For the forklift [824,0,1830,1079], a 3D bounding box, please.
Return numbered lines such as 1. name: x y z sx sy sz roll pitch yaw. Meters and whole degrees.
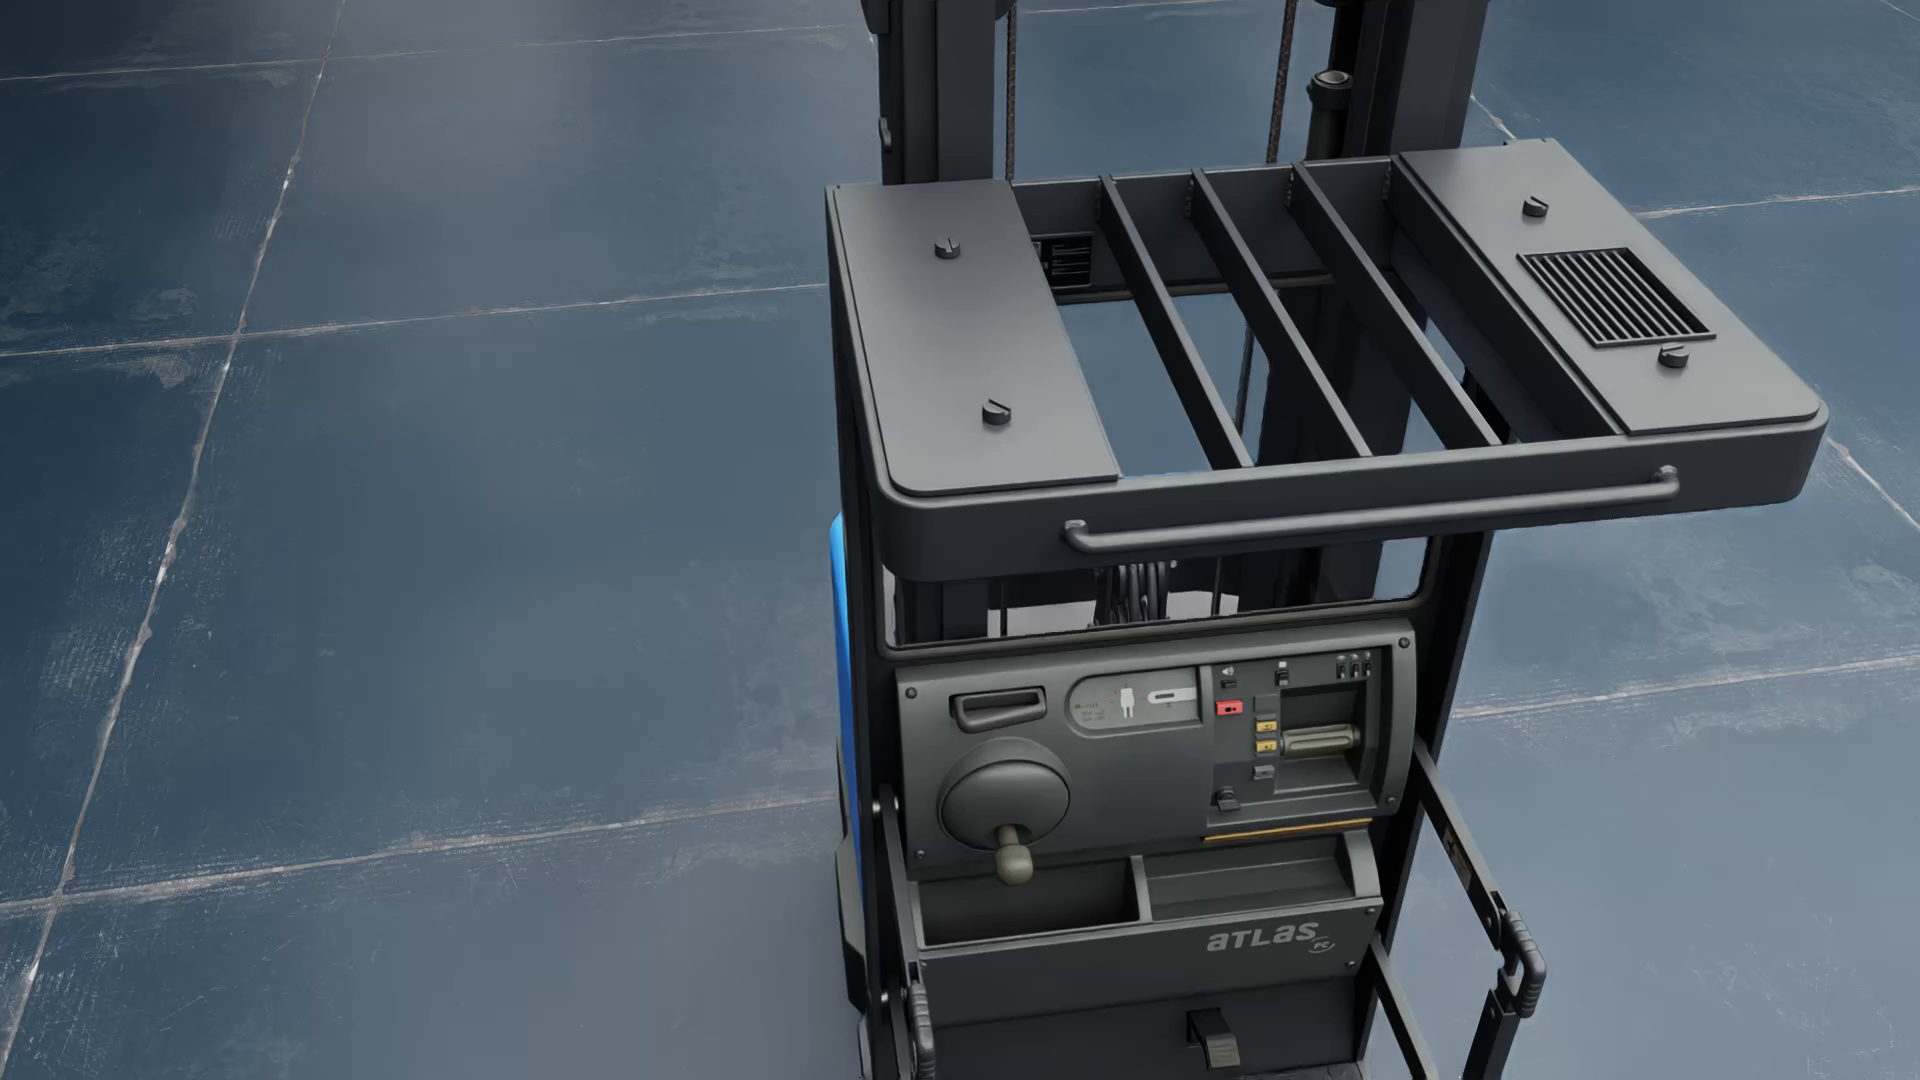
1. forklift: 0.389 0.449 2.783 1.130 2.935 3.031 -5 38 -7
